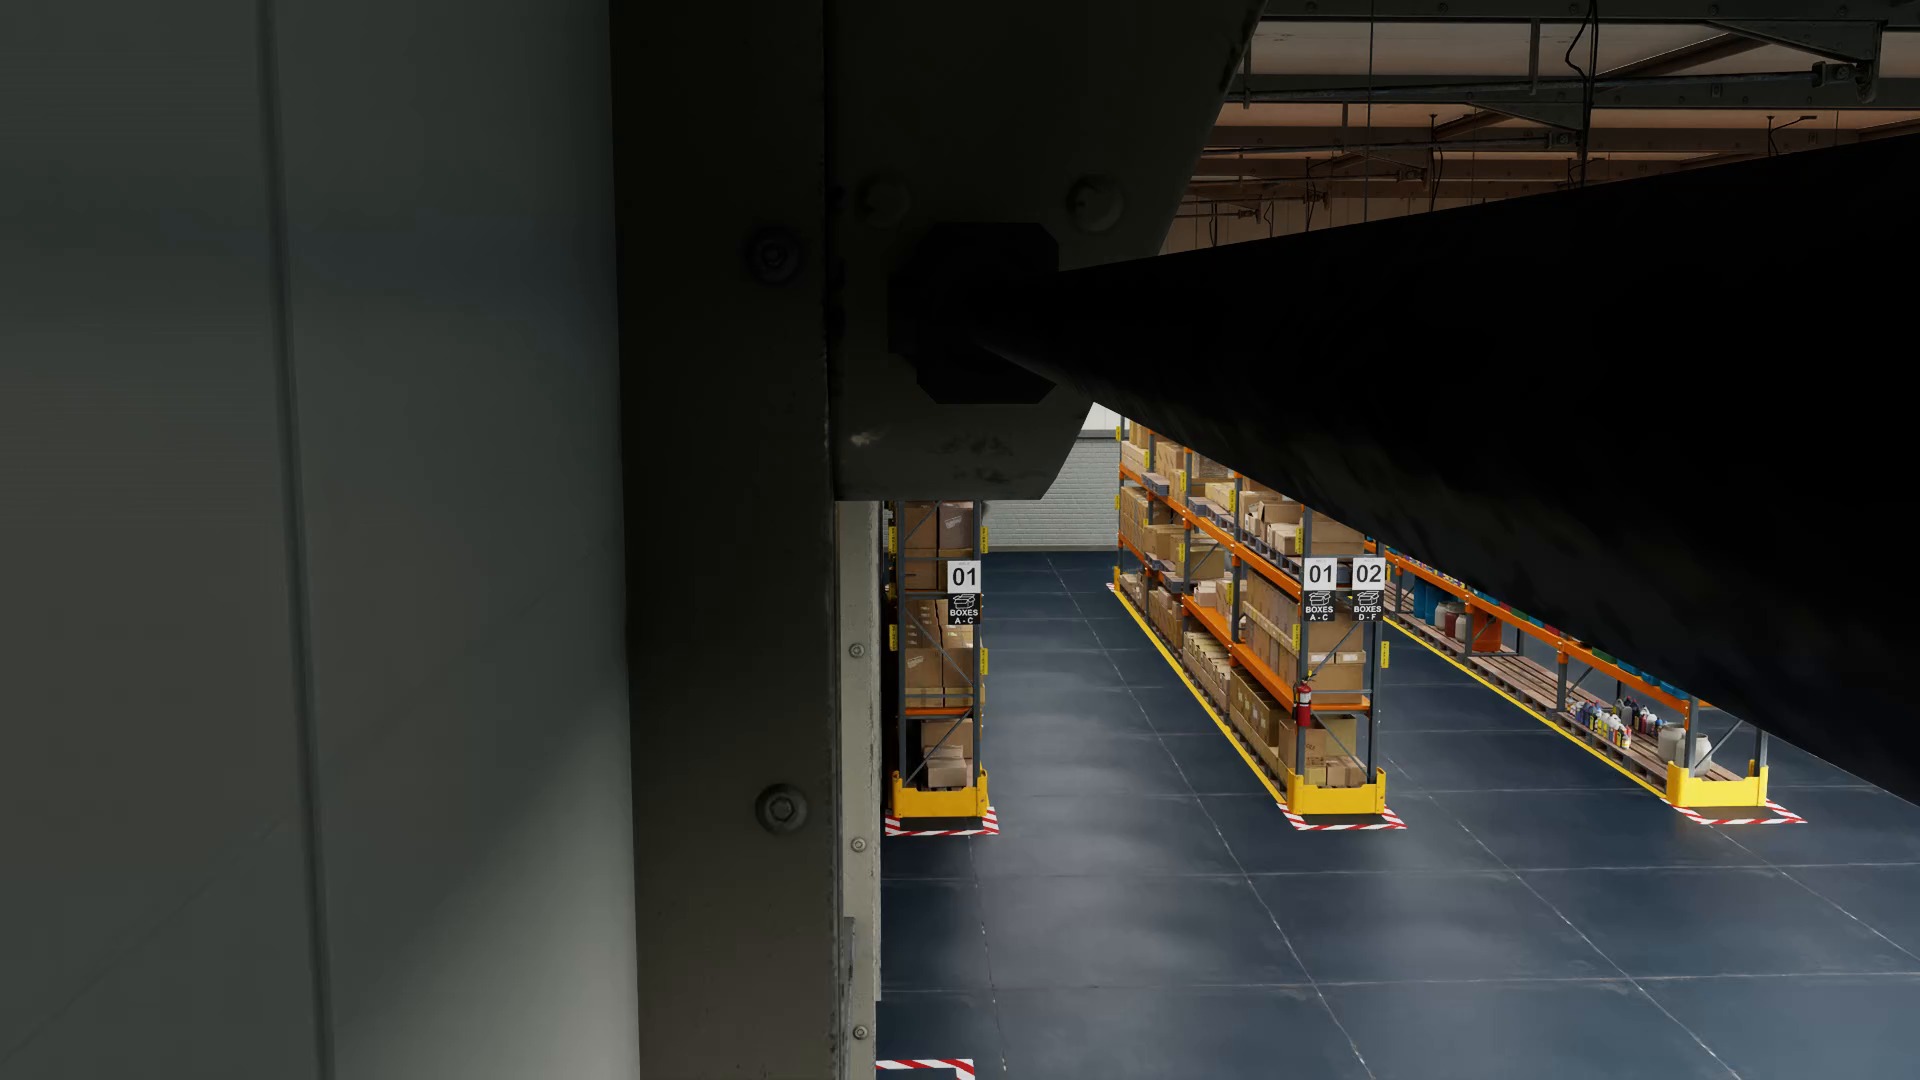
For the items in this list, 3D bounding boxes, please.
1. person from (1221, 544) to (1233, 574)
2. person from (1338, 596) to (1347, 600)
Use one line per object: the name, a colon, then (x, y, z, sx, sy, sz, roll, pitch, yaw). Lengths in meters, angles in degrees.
person: (5.808, 0.340, 36.117, 0.585, 1.597, 0.742, -5, 10, -30)
person: (6.572, 1.216, 29.503, 0.655, 1.720, 0.892, 0, 8, -2)
